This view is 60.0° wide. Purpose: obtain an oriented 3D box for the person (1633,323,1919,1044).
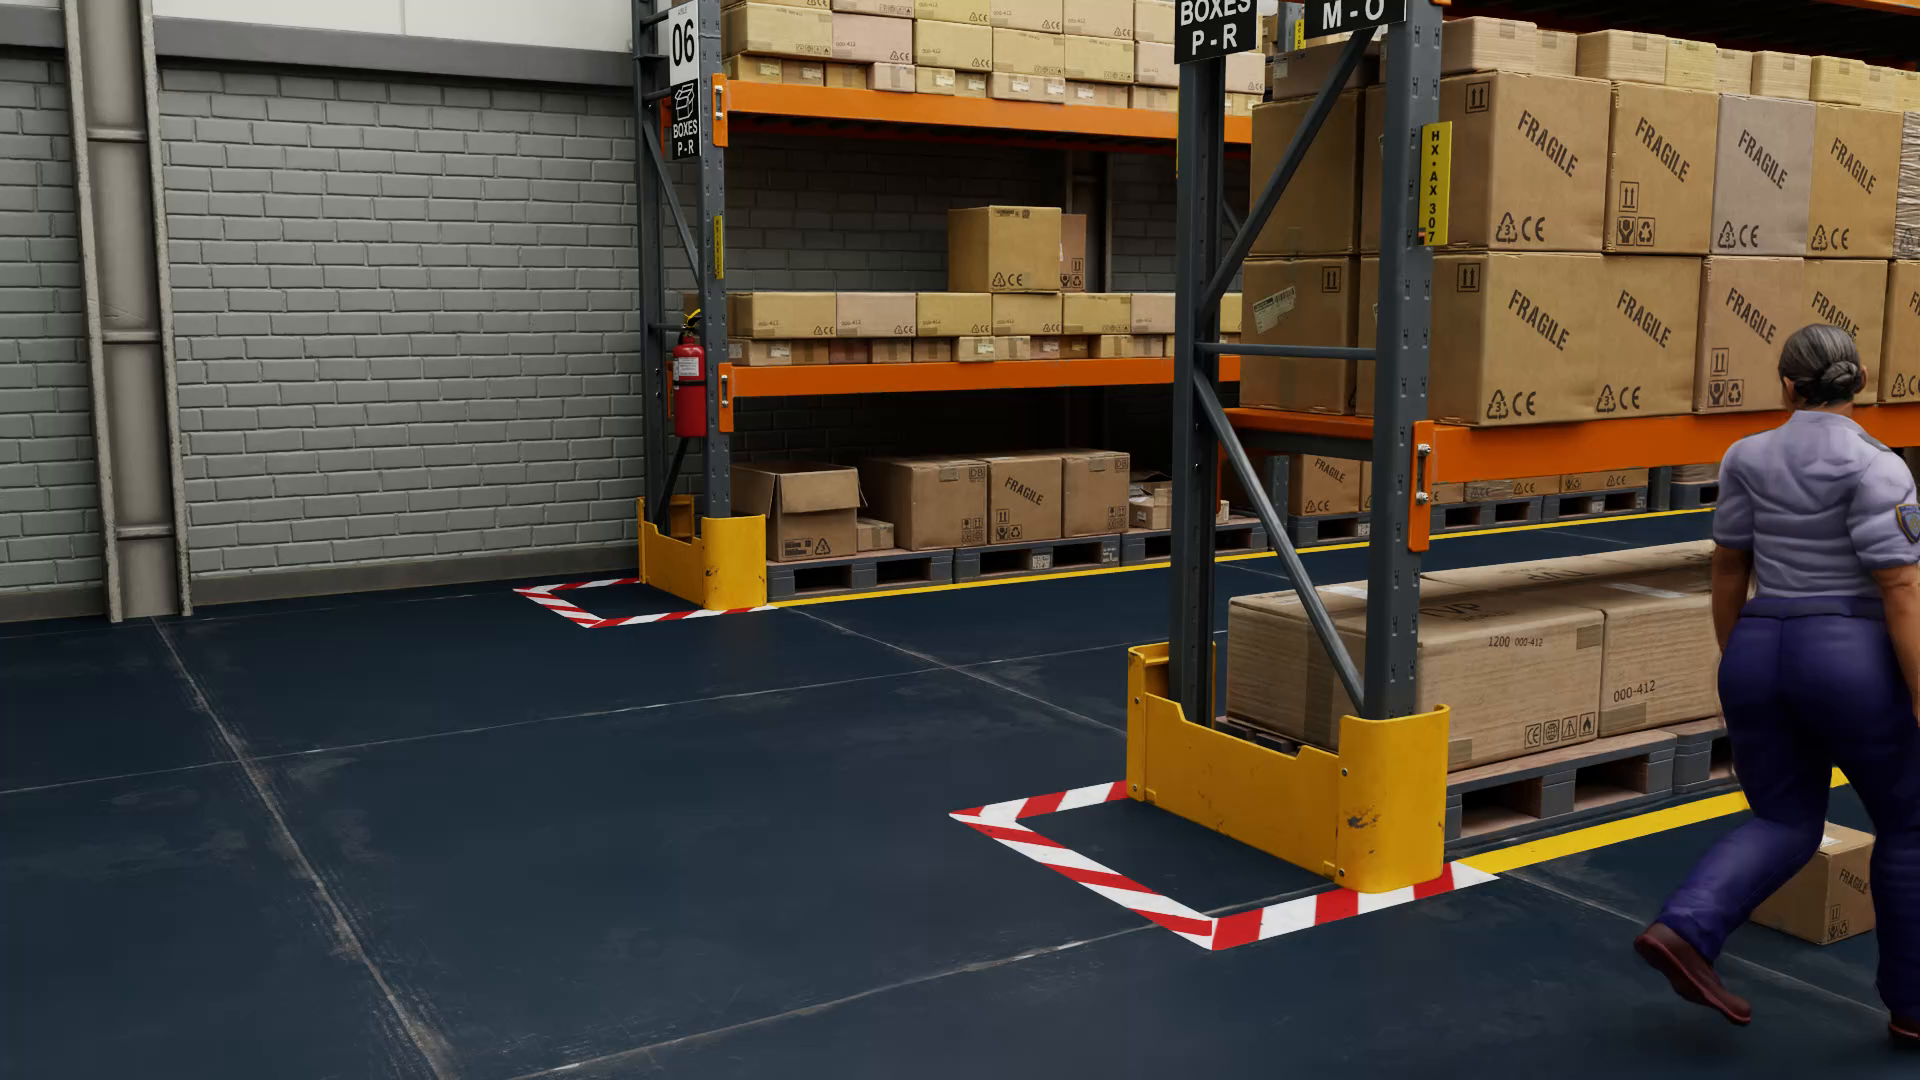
[{"bbox_3d":[1.925,0.316,3.746,0.804,1.590,0.587,-4,9,-24],"label":"person"}]
